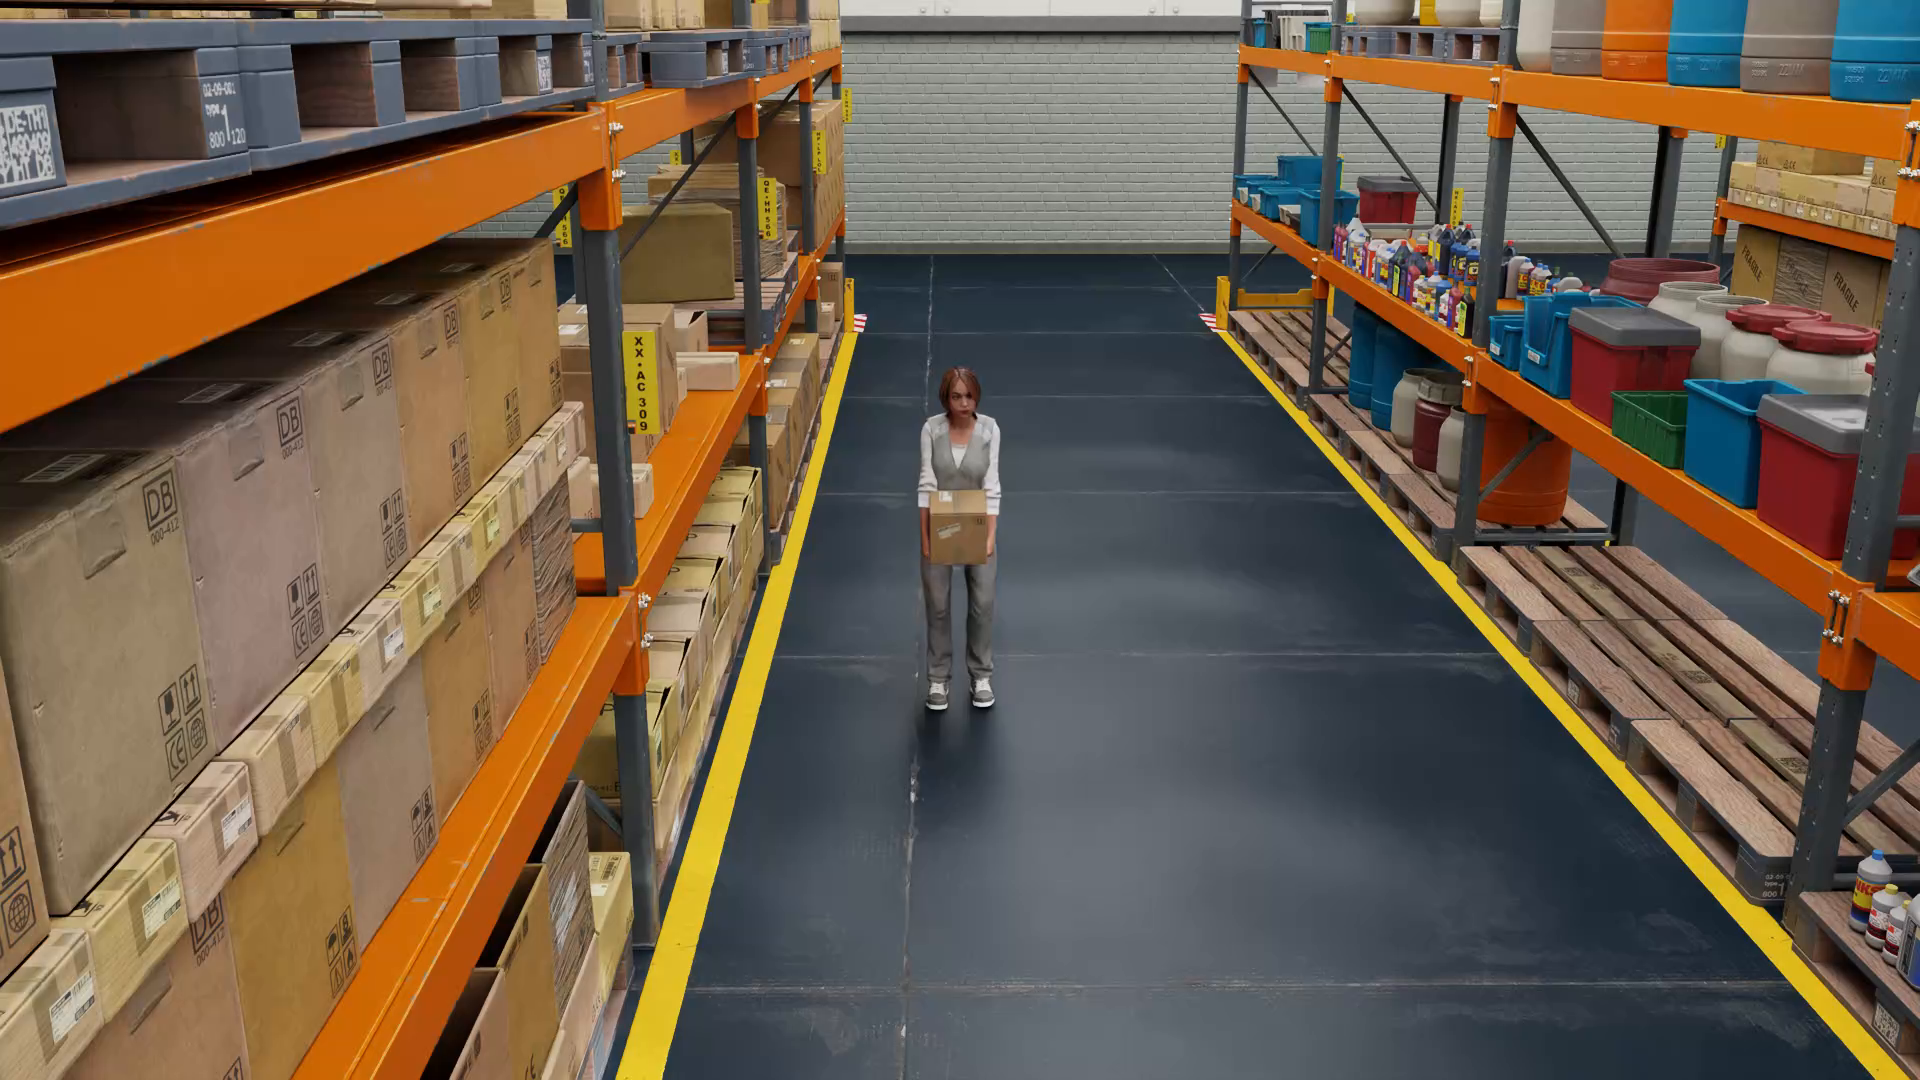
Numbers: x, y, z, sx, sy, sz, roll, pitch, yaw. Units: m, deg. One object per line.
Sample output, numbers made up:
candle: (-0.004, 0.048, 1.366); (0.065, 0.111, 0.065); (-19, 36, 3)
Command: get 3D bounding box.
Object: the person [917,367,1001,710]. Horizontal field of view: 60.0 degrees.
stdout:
person: (-0.004, 0.008, 7.550); (0.374, 1.598, 0.505); (0, 17, -1)
